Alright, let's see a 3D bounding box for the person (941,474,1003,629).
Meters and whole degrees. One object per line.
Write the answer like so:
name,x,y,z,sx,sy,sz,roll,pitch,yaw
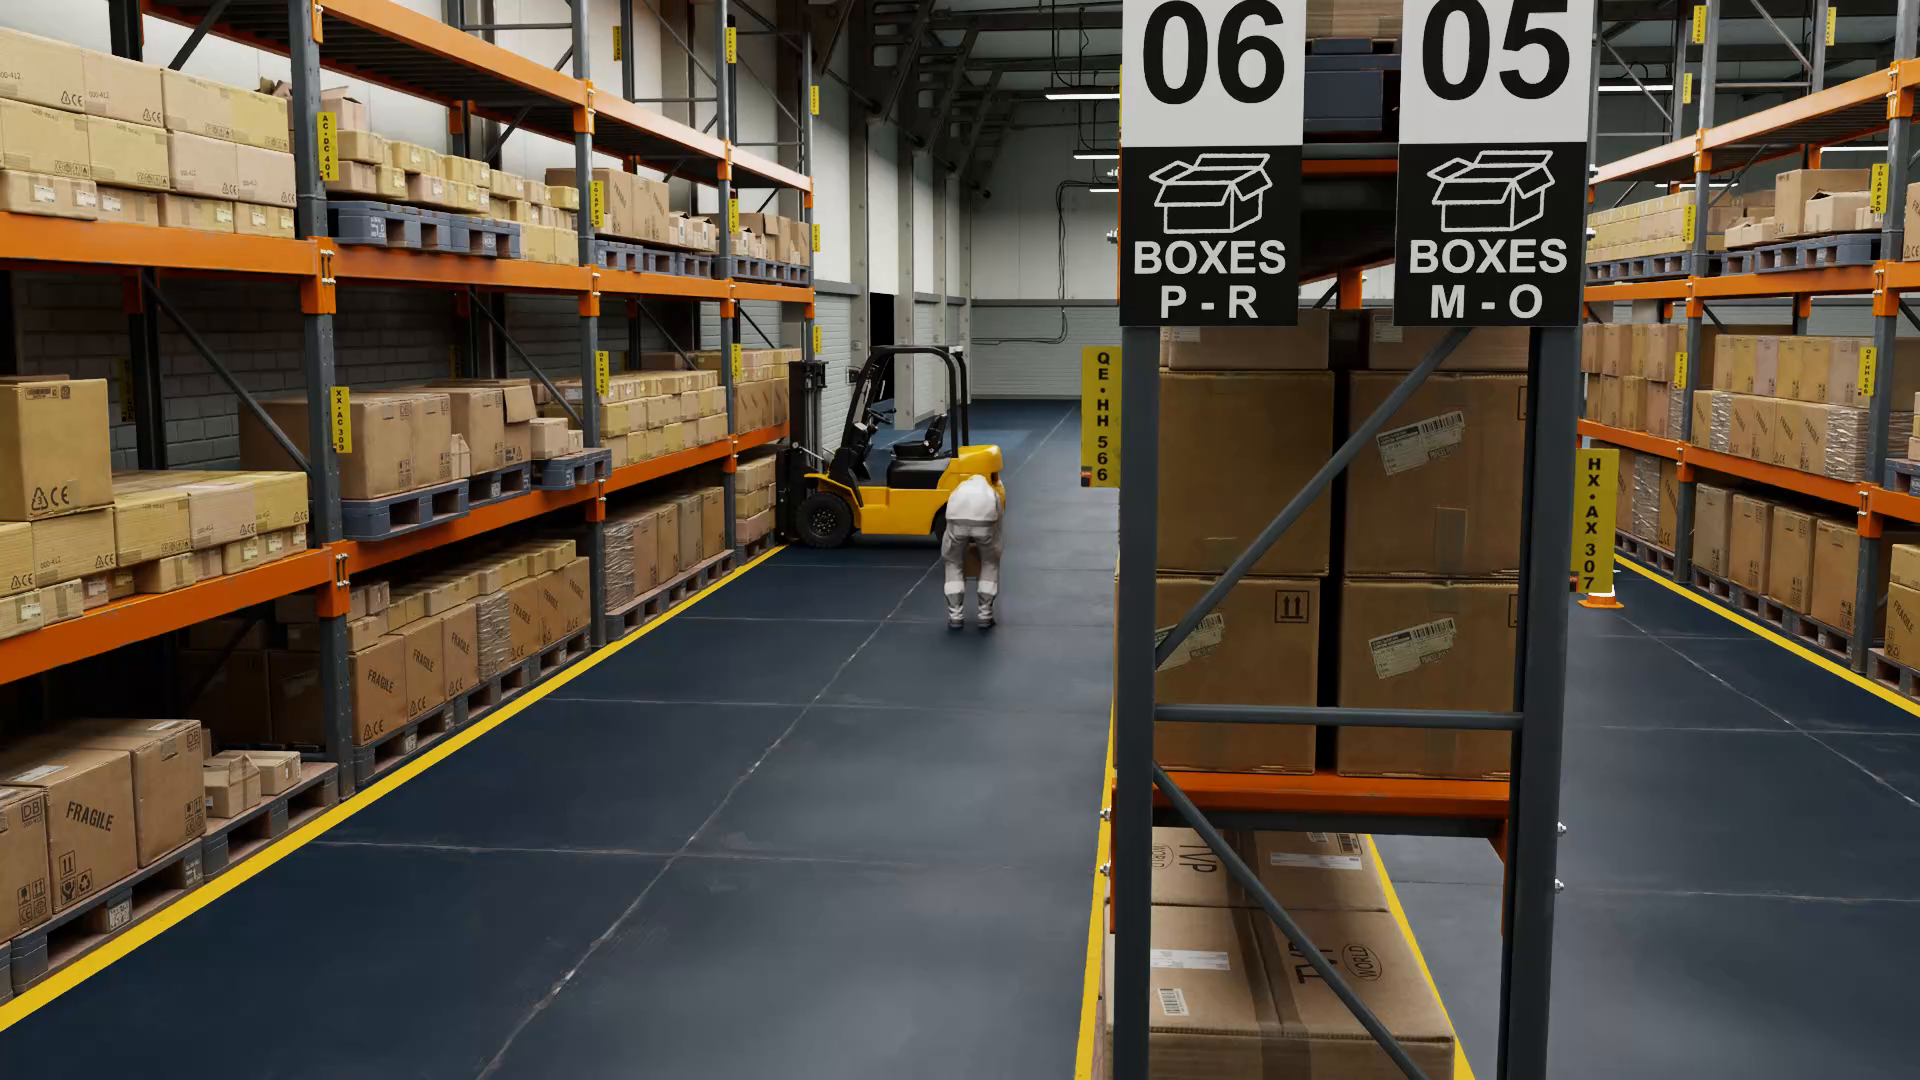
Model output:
person,0.110,0.082,13.445,0.492,1.166,0.958,1,8,4
